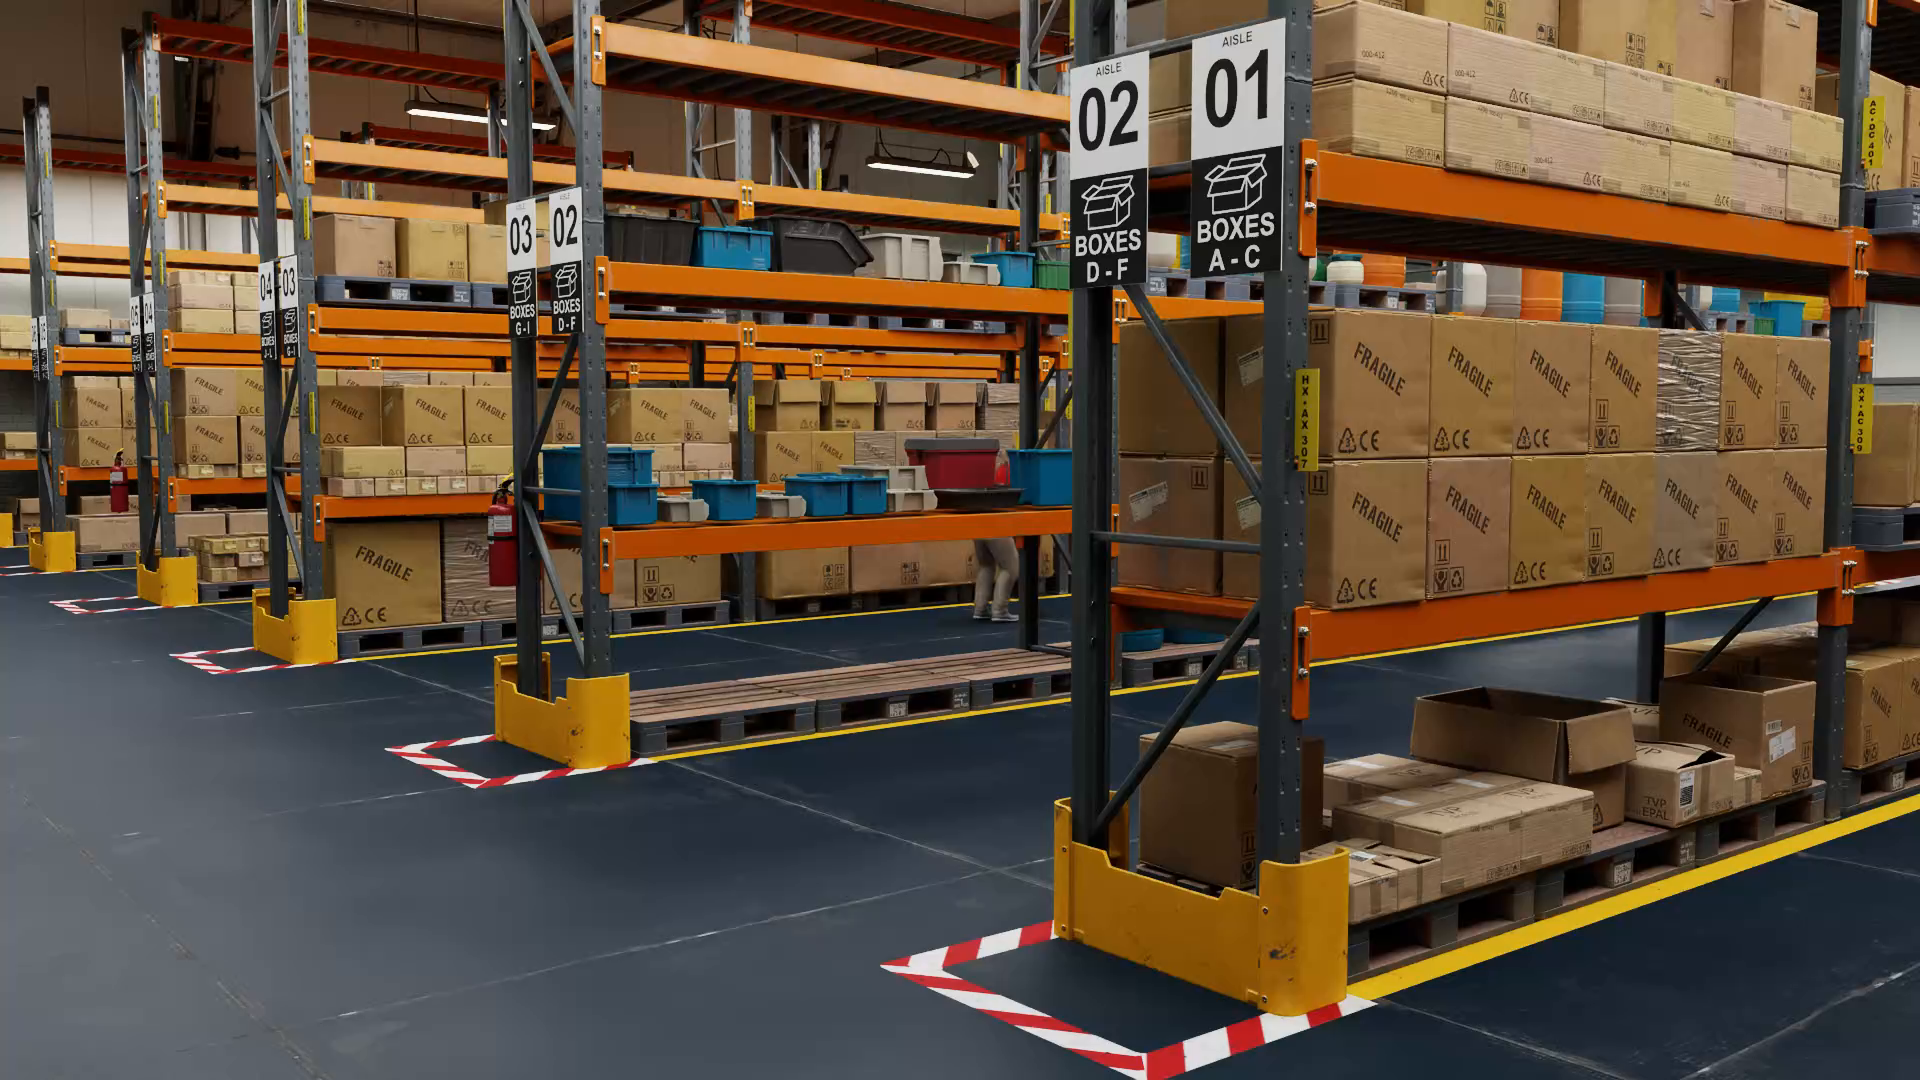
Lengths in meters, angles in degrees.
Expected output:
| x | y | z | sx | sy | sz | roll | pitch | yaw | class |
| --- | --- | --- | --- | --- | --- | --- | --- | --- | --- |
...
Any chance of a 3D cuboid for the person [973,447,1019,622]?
| x | y | z | sx | sy | sz | roll | pitch | yaw | class |
| --- | --- | --- | --- | --- | --- | --- | --- | --- | --- |
| 0.393 | -0.056 | 15.887 | 0.598 | 1.657 | 0.477 | -4 | 6 | -40 | person |
